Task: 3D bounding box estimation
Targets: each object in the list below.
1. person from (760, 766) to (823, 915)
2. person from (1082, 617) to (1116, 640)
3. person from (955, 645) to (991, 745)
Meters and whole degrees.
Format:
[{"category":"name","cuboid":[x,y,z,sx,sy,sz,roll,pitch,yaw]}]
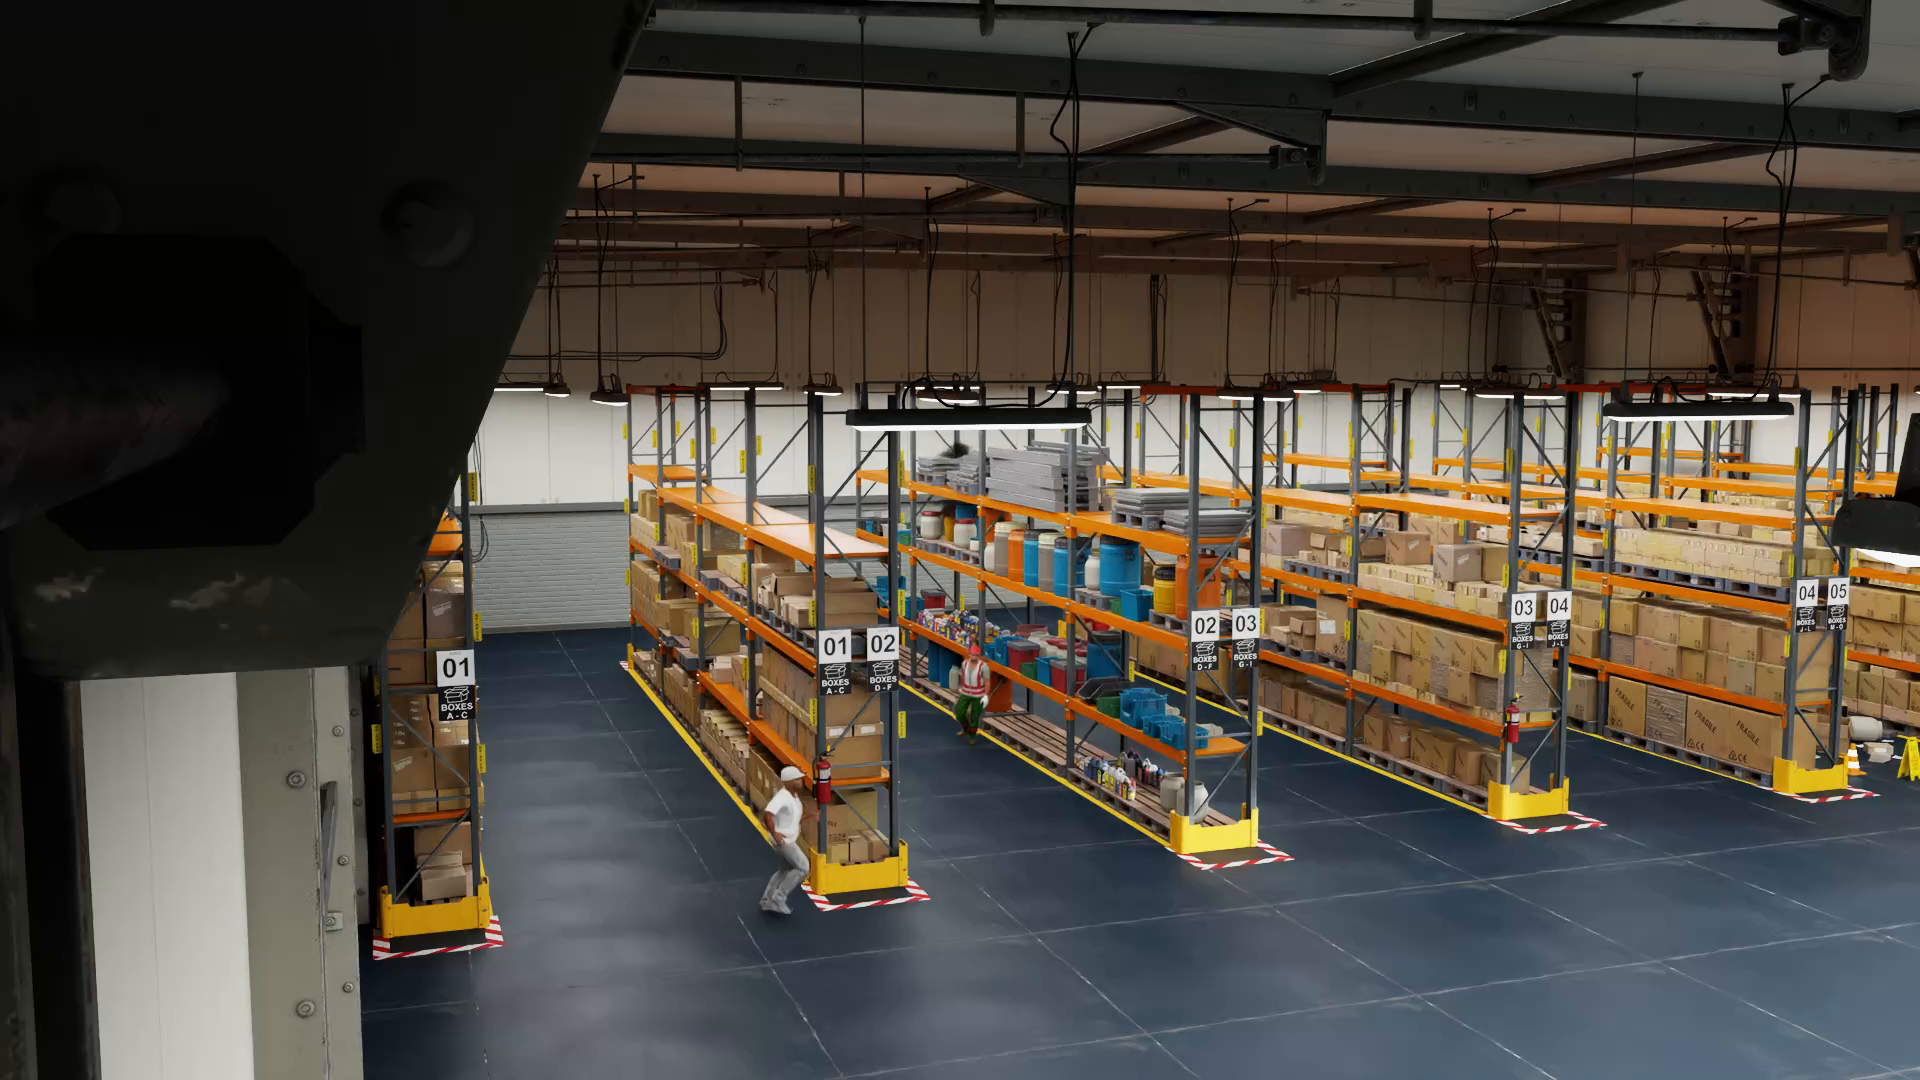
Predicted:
[{"category":"person","cuboid":[-1.971,3.488,19.246,0.729,1.747,0.708,0,6,2]},{"category":"person","cuboid":[2.861,2.027,33.466,0.636,1.698,0.657,-2,6,-23]},{"category":"person","cuboid":[0.206,2.591,27.879,0.695,1.739,0.610,2,6,19]}]
